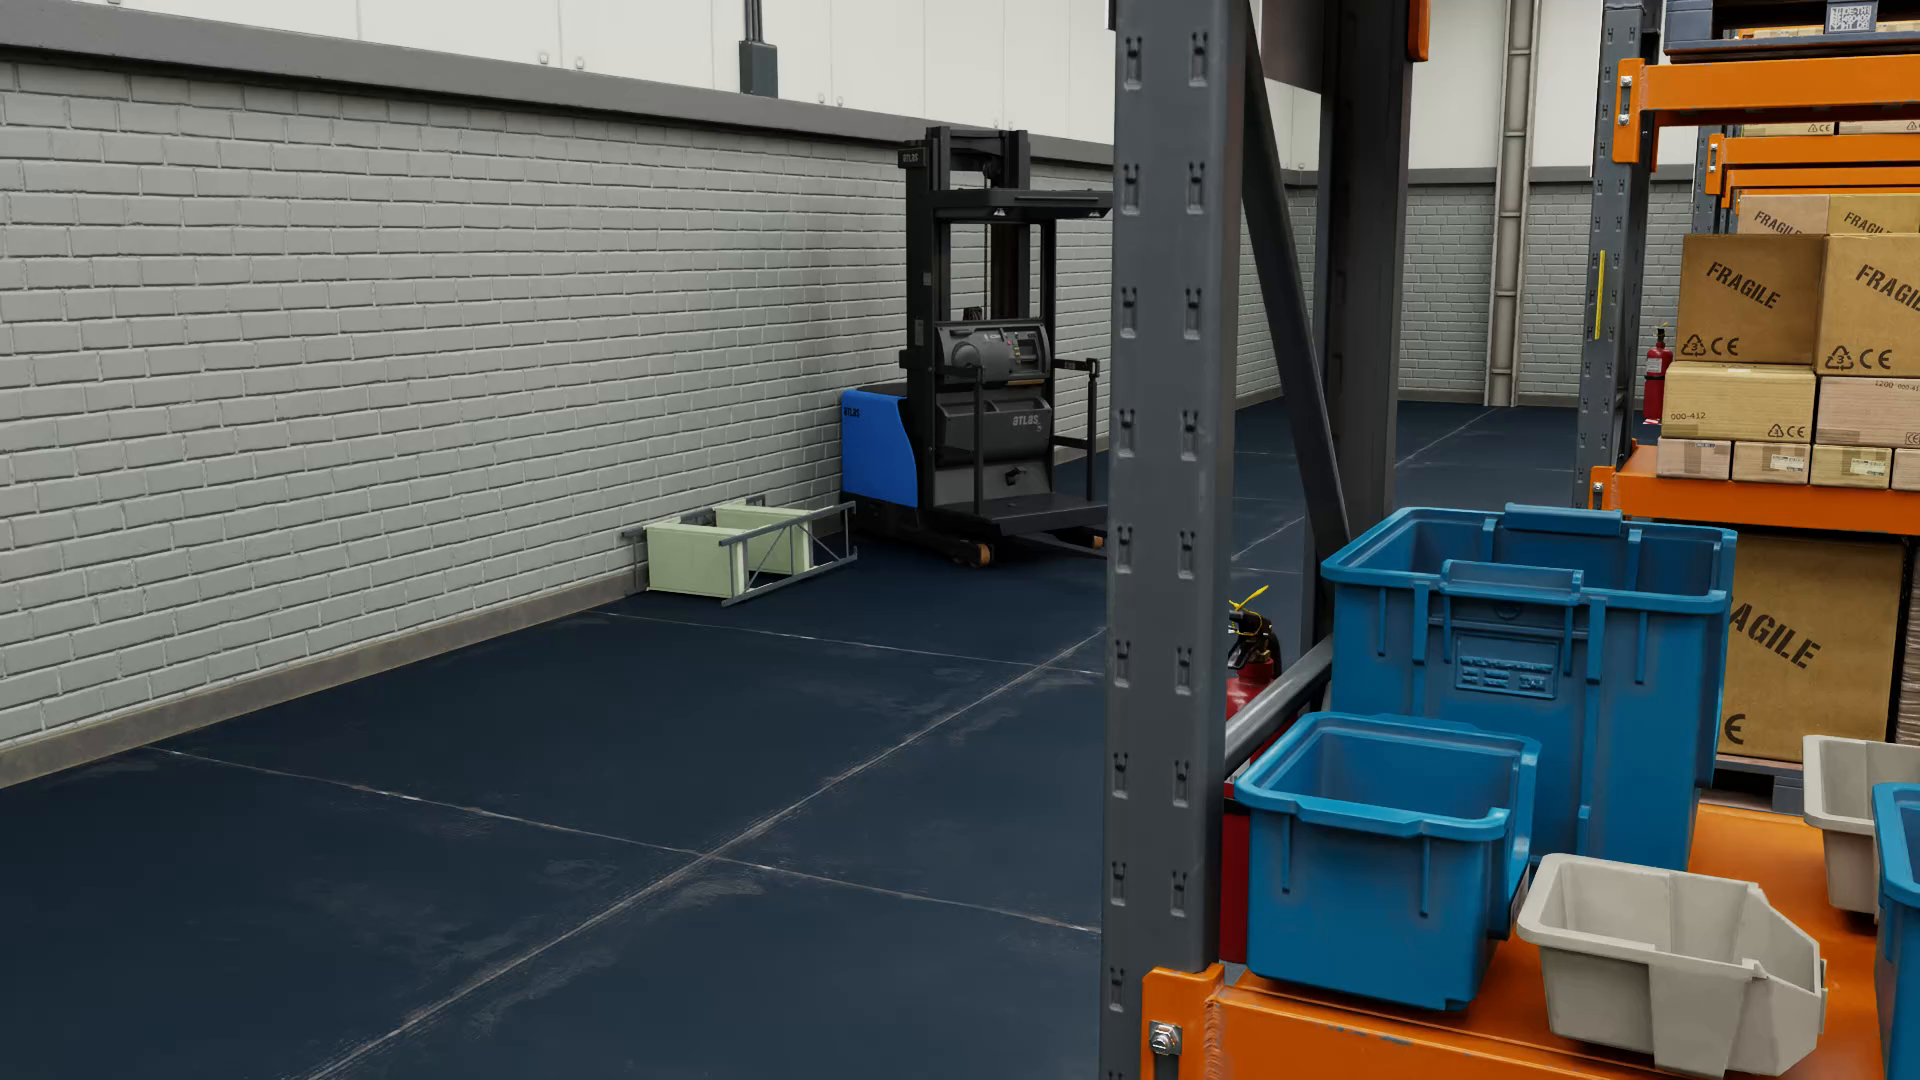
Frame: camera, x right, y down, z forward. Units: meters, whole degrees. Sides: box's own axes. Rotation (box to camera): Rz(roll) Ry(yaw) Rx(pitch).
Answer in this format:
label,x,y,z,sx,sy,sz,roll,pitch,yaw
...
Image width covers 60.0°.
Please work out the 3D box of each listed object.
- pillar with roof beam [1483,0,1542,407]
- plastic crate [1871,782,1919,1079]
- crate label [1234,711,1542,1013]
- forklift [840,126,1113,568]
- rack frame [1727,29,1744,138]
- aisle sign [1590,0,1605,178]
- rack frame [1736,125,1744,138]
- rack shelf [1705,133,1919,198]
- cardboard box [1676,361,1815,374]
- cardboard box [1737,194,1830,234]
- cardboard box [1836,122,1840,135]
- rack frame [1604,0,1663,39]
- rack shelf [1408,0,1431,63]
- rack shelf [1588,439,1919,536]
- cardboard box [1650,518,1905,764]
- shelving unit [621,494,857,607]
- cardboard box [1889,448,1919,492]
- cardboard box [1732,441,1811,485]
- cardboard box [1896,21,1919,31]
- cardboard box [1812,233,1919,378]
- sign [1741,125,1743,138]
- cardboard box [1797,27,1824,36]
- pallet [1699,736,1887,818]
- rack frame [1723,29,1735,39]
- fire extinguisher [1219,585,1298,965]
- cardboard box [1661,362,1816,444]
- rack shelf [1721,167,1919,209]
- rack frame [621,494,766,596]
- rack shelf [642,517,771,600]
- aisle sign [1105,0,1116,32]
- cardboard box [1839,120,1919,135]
label,x,y,z,sx,sy,sz,roll,pitch,yaw
pillar with roof beam,5.289,-5.532,17.530,0.400,9.000,9.100,5,11,26
plastic crate,1.110,0.432,1.721,0.300,0.233,0.416,5,11,26
crate label,0.520,0.380,2.008,0.303,0.233,0.416,5,11,26
forklift,0.368,-1.352,11.471,1.130,2.935,3.031,-7,13,-35
rack frame,7.020,-5.070,14.978,0.127,3.000,1.000,5,11,26
aisle sign,2.438,-1.773,6.302,0.004,0.787,0.394,5,11,26
rack frame,9.213,-5.863,19.359,0.127,3.000,1.000,5,11,26
rack shelf,6.714,-2.284,10.026,4.000,0.370,1.077,5,11,26
cardboard box,3.188,-0.612,6.777,0.500,0.250,0.500,5,11,25
cardboard box,5.206,-1.930,10.546,0.500,0.500,0.500,5,11,25
cardboard box,5.907,-2.689,10.666,0.500,0.250,0.500,5,11,26
rack frame,2.636,-3.488,6.233,0.127,3.000,1.000,5,11,26
rack shelf,2.238,-0.709,1.322,4.000,0.370,1.077,5,11,26
rack shelf,4.429,-0.024,5.960,4.000,0.370,1.077,5,11,26
cardboard box,3.245,0.341,6.711,0.875,0.875,0.875,5,11,26
shelving unit,-1.383,0.041,10.694,0.755,0.431,1.500,5,13,28
cardboard box,3.503,-0.271,6.009,0.250,0.149,0.380,5,11,25
cardboard box,3.039,-0.311,6.233,0.250,0.149,0.380,5,11,25
cardboard box,5.760,-3.027,10.008,0.250,0.149,0.380,5,11,27
cardboard box,3.395,-0.857,6.022,0.500,0.500,0.500,5,11,24
sign,8.973,-4.731,19.070,0.005,0.325,0.100,5,11,26
cardboard box,5.331,-3.079,10.297,0.250,0.149,0.380,6,12,28
pallet,3.387,0.887,6.736,1.213,0.211,1.003,5,11,26
rack frame,4.921,-4.272,10.566,0.127,3.000,1.000,5,11,26
fire extinguisher,0.510,0.393,2.903,0.183,0.674,0.296,5,11,26
cardboard box,2.947,-0.527,6.307,0.500,0.250,0.500,5,11,24
rack shelf,8.814,-3.083,14.438,4.000,0.370,1.077,5,11,26
rack frame,-1.706,0.014,10.865,0.023,0.400,1.500,5,13,28
rack shelf,-1.568,0.111,10.357,0.720,0.431,0.370,5,13,28
aisle sign,0.248,-0.982,1.934,0.004,0.787,0.394,5,11,26
cardboard box,5.681,-2.604,10.192,0.500,0.250,0.500,5,12,28
